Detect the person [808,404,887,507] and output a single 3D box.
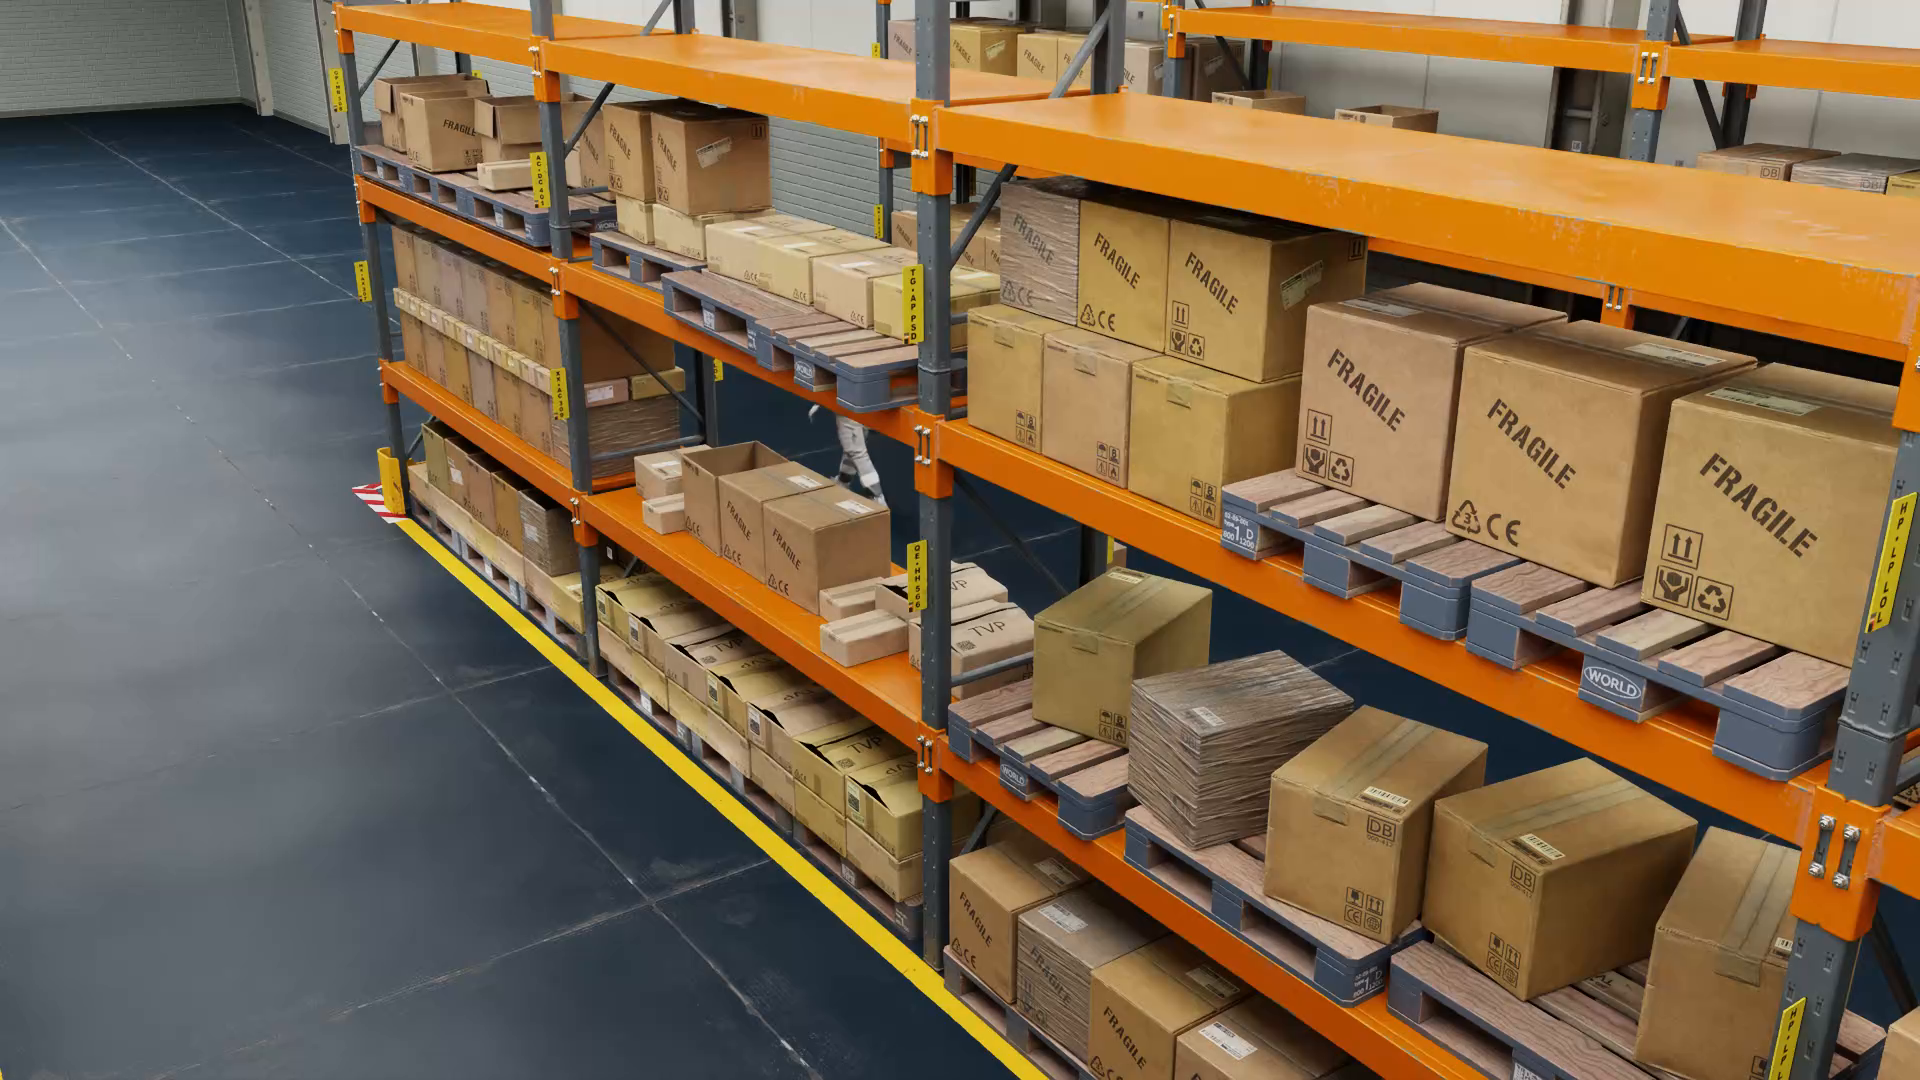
[{"bbox_3d":[-0.929,-1.099,13.892,0.583,1.740,1.057,-16,27,-36],"label":"person"}]
